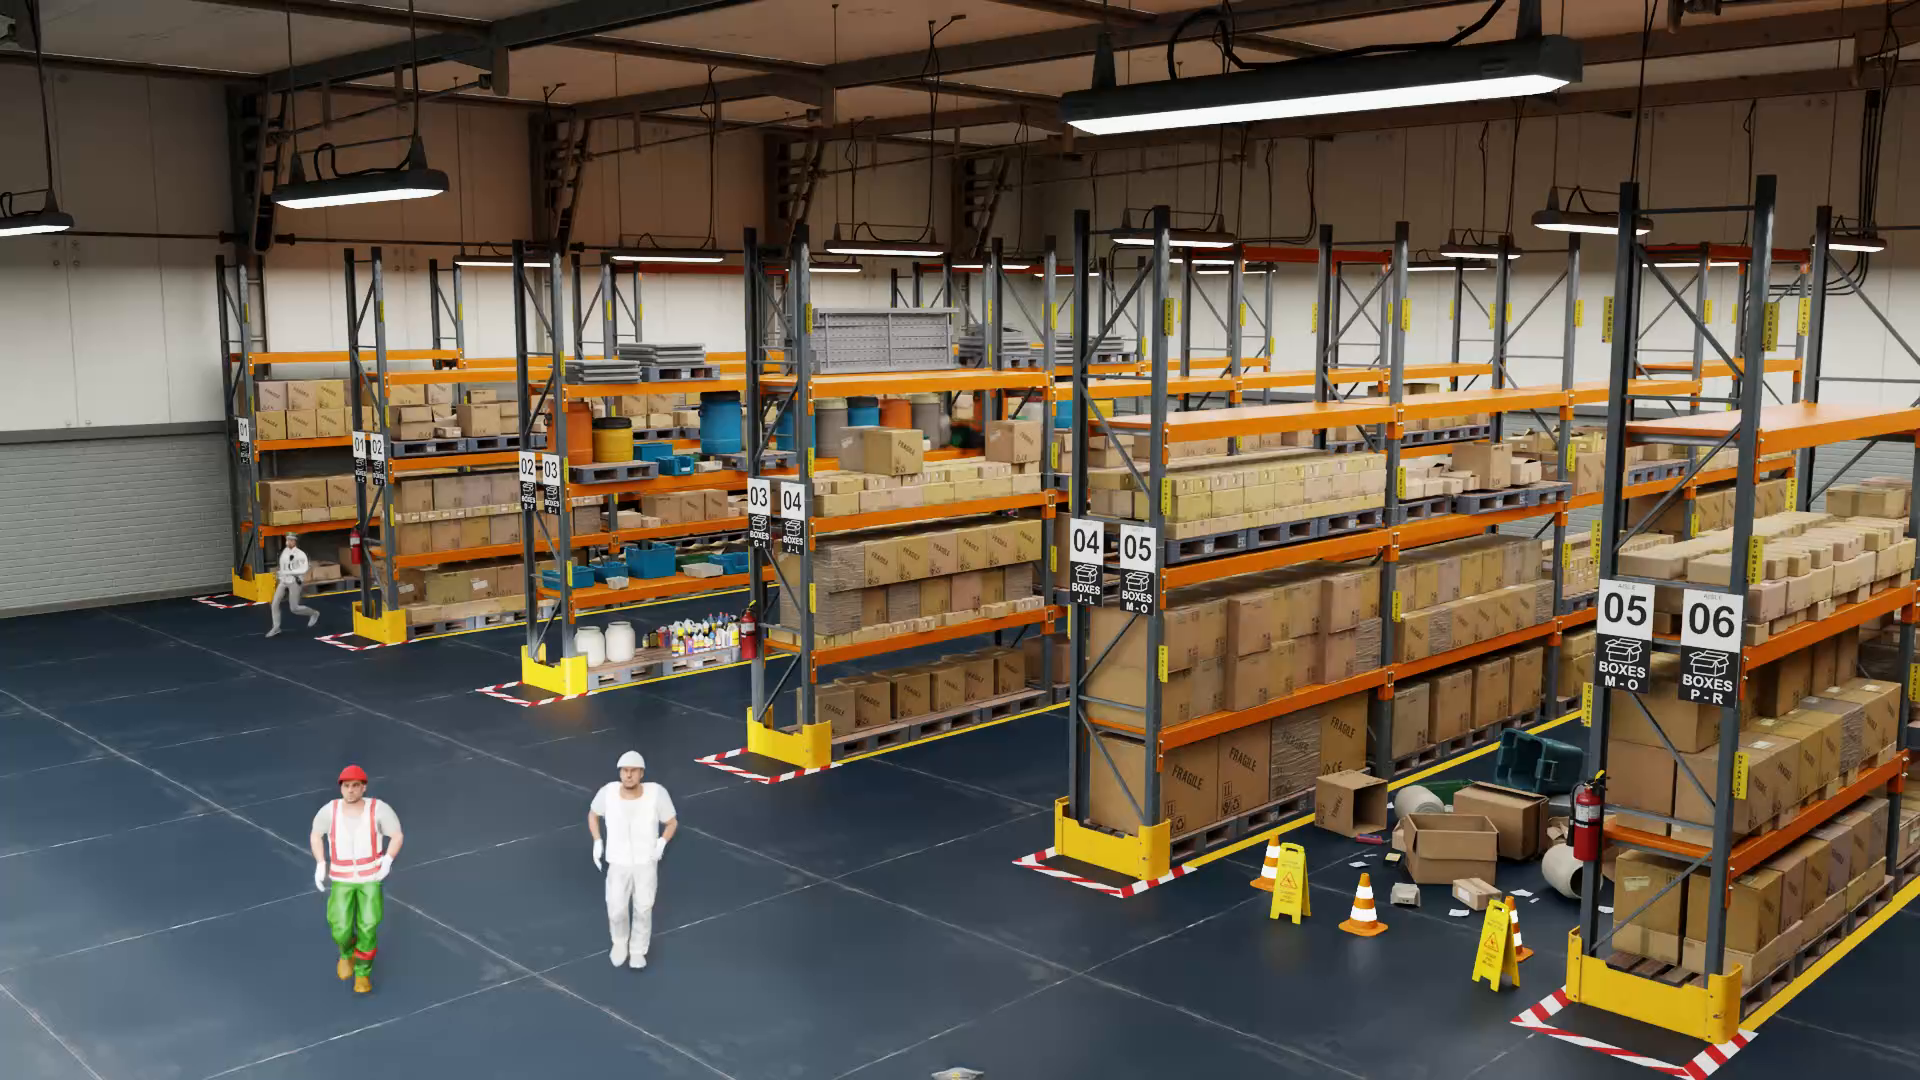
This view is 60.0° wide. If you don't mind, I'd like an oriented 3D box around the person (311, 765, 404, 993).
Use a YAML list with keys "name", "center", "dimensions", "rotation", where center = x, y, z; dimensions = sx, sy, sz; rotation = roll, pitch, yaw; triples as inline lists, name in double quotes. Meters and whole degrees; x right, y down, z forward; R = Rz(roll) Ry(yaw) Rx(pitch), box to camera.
- name: "person"
  center: [-4.515, 2.544, 12.480]
  dimensions: [0.669, 1.749, 0.584]
  rotation: [-2, 8, -16]

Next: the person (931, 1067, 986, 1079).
- name: "person"
  center: [0.004, 3.235, 7.571]
  dimensions: [0.674, 1.794, 0.980]
  rotation: [0, 8, 0]

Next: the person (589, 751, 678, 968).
- name: "person"
  center: [-2.523, 2.488, 12.828]
  dimensions: [0.677, 1.744, 0.599]
  rotation: [-1, 8, -9]

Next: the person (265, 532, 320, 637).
- name: "person"
  center: [-10.472, 0.683, 26.123]
  dimensions: [0.645, 1.665, 0.785]
  rotation: [4, 9, 29]
